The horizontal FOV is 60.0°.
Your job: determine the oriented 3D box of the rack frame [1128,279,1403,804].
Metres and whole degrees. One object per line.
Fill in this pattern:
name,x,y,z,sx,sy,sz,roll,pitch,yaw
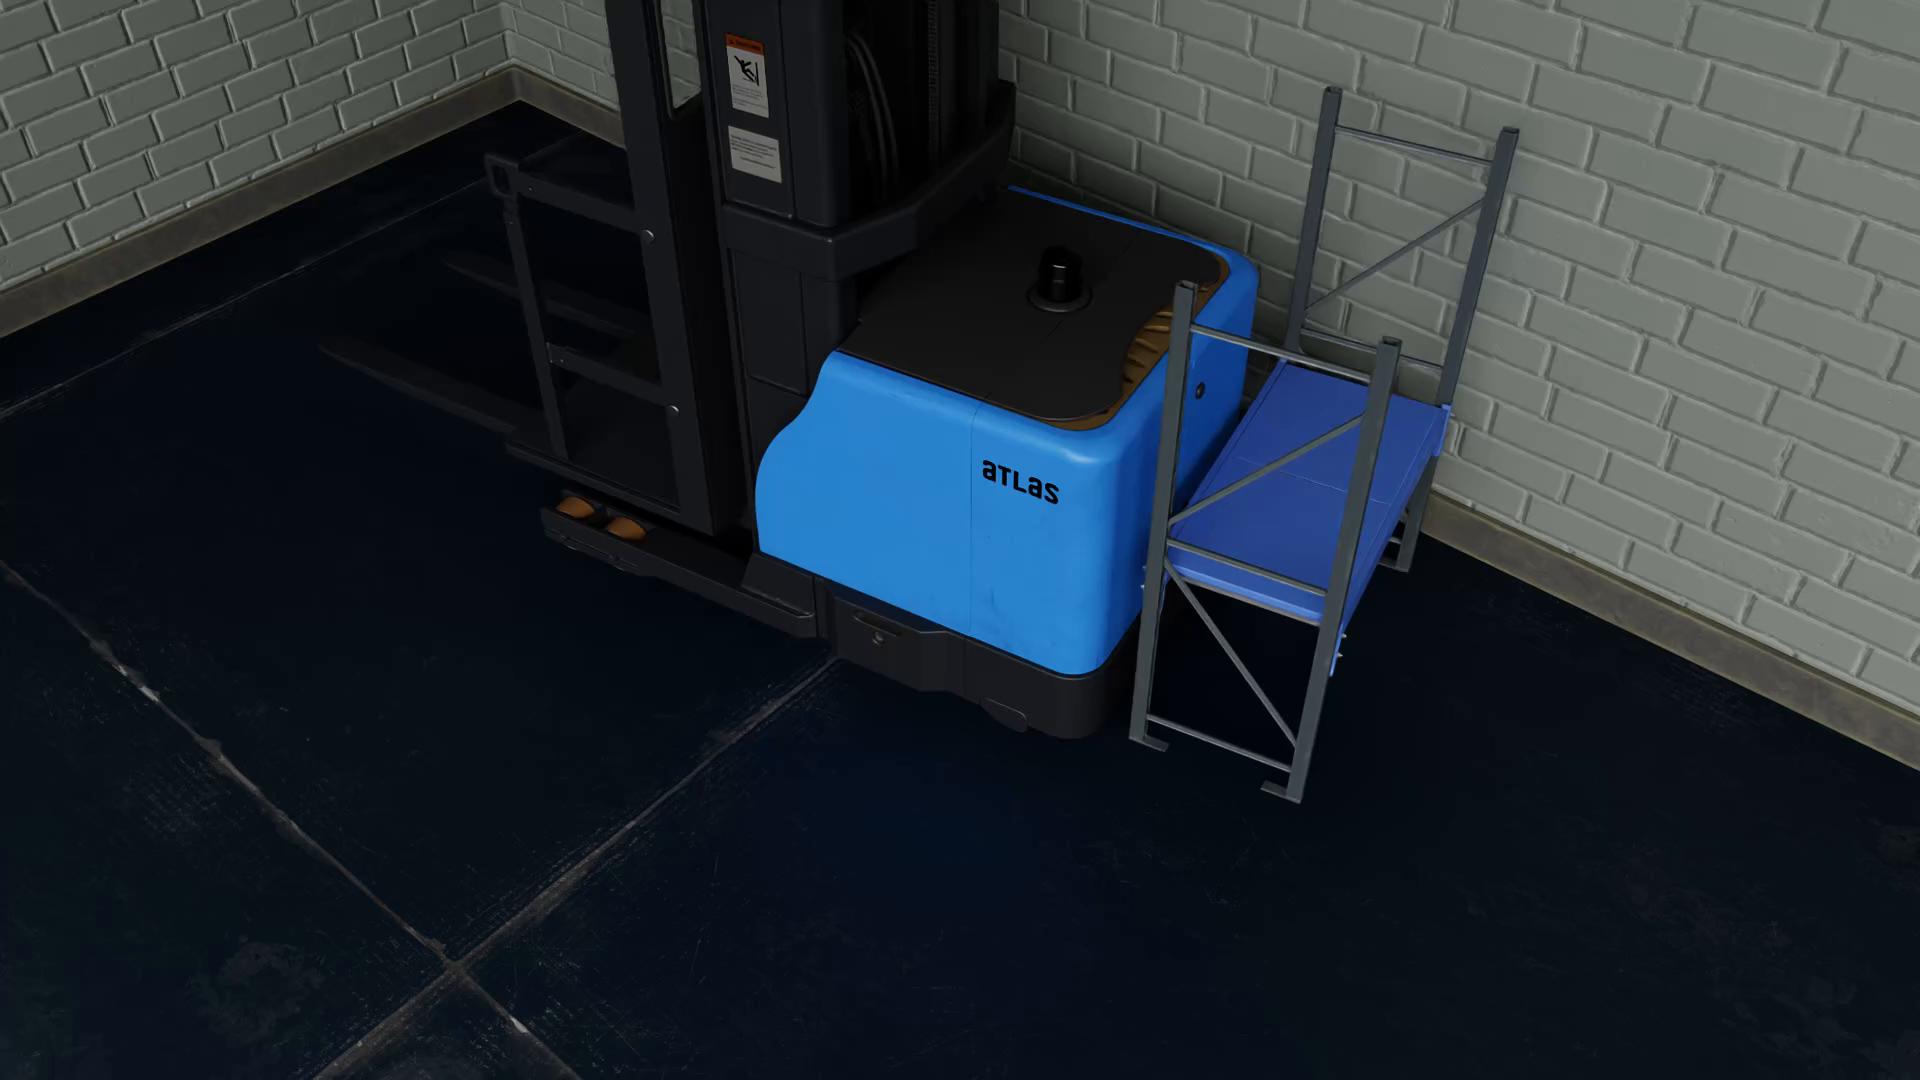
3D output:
rack frame,0.698,0.068,4.060,0.500,1.500,0.032,19,46,20

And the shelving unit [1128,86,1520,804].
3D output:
shelving unit,0.934,-0.235,4.393,0.538,1.500,1.048,19,46,20

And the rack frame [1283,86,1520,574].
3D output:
rack frame,1.169,-0.538,4.727,0.500,1.500,0.032,19,46,20

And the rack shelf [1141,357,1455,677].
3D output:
rack shelf,0.934,-0.102,4.514,0.538,0.185,1.000,19,46,20

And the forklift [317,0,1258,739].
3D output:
forklift,-0.711,-1.274,4.472,3.031,2.935,1.130,21,46,22
